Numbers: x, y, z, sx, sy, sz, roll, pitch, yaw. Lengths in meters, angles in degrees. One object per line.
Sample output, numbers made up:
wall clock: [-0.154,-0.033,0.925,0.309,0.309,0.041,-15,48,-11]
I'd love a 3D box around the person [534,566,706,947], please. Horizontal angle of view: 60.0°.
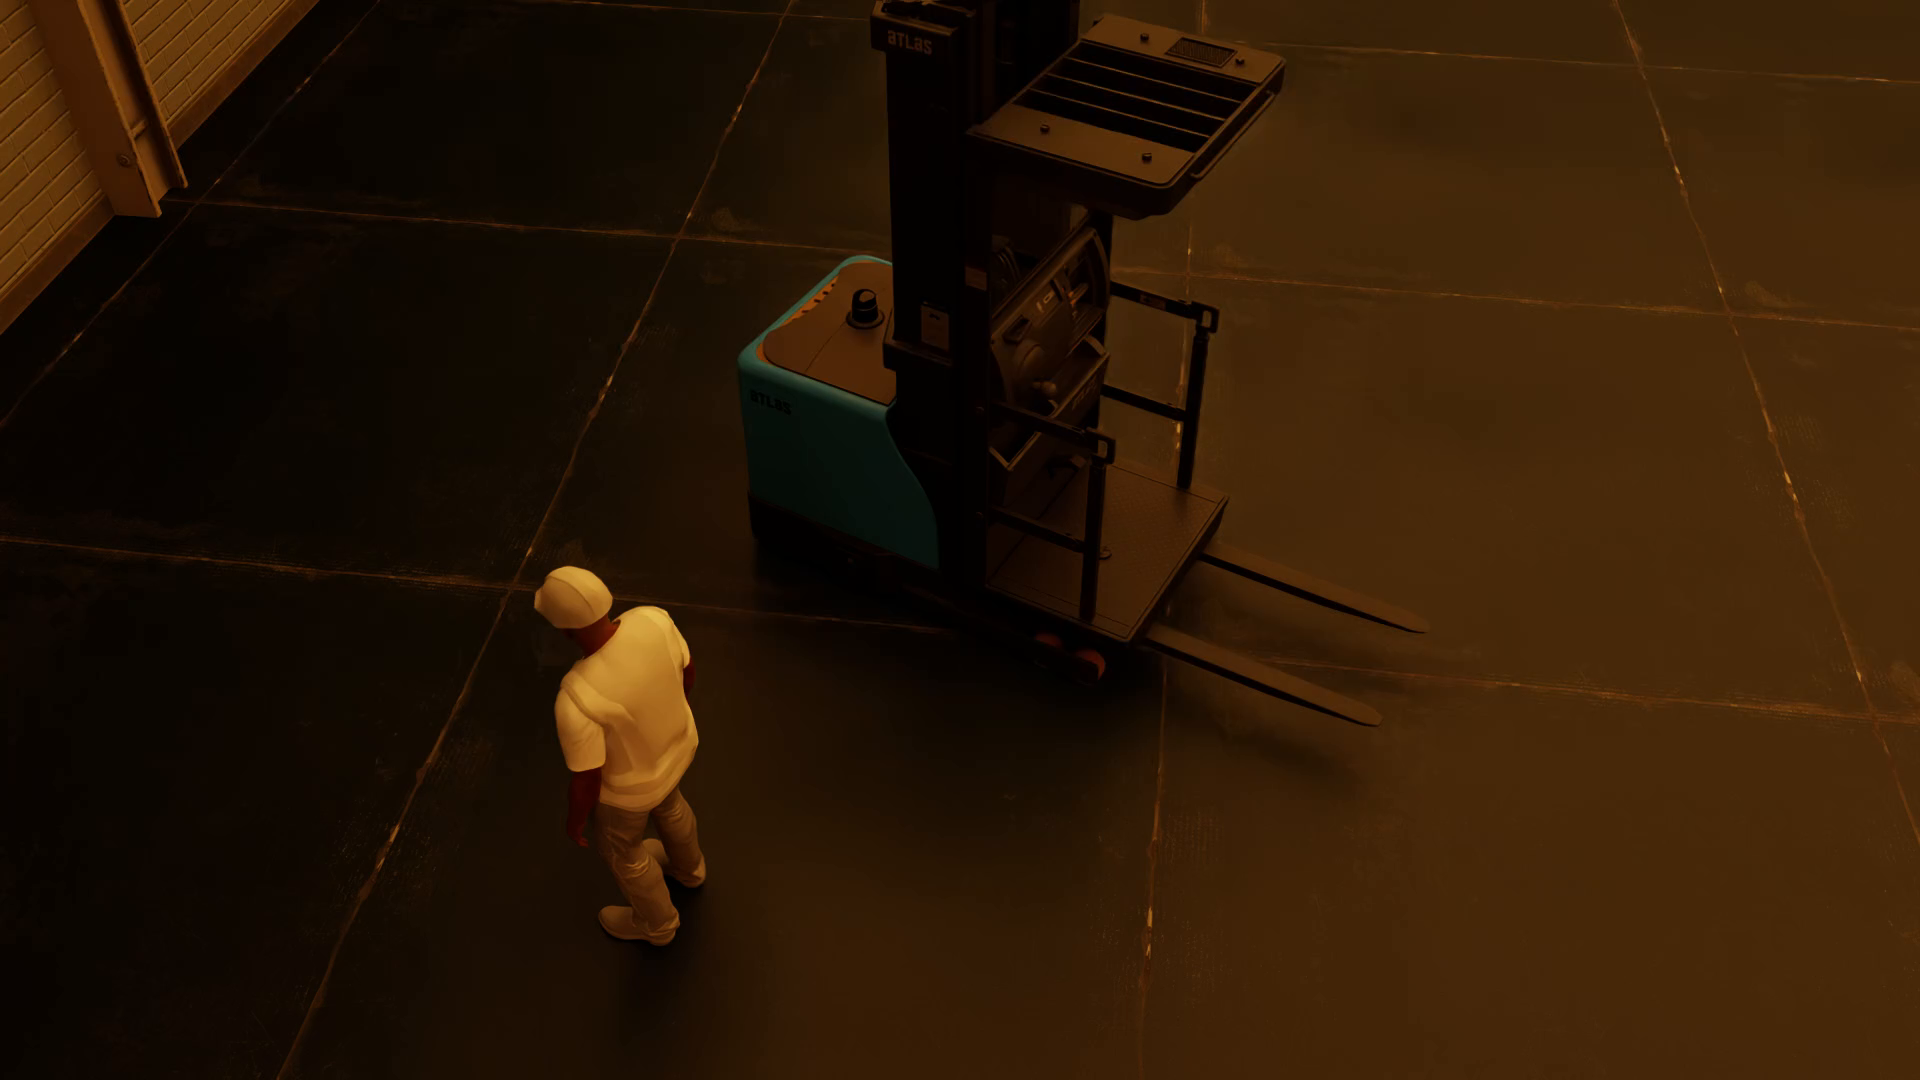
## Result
person: [-1.149,0.751,5.775,0.450,1.759,0.670,19,46,20]

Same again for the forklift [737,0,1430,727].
forklift: [0.551,-0.865,6.666,3.031,2.935,1.130,21,47,22]
